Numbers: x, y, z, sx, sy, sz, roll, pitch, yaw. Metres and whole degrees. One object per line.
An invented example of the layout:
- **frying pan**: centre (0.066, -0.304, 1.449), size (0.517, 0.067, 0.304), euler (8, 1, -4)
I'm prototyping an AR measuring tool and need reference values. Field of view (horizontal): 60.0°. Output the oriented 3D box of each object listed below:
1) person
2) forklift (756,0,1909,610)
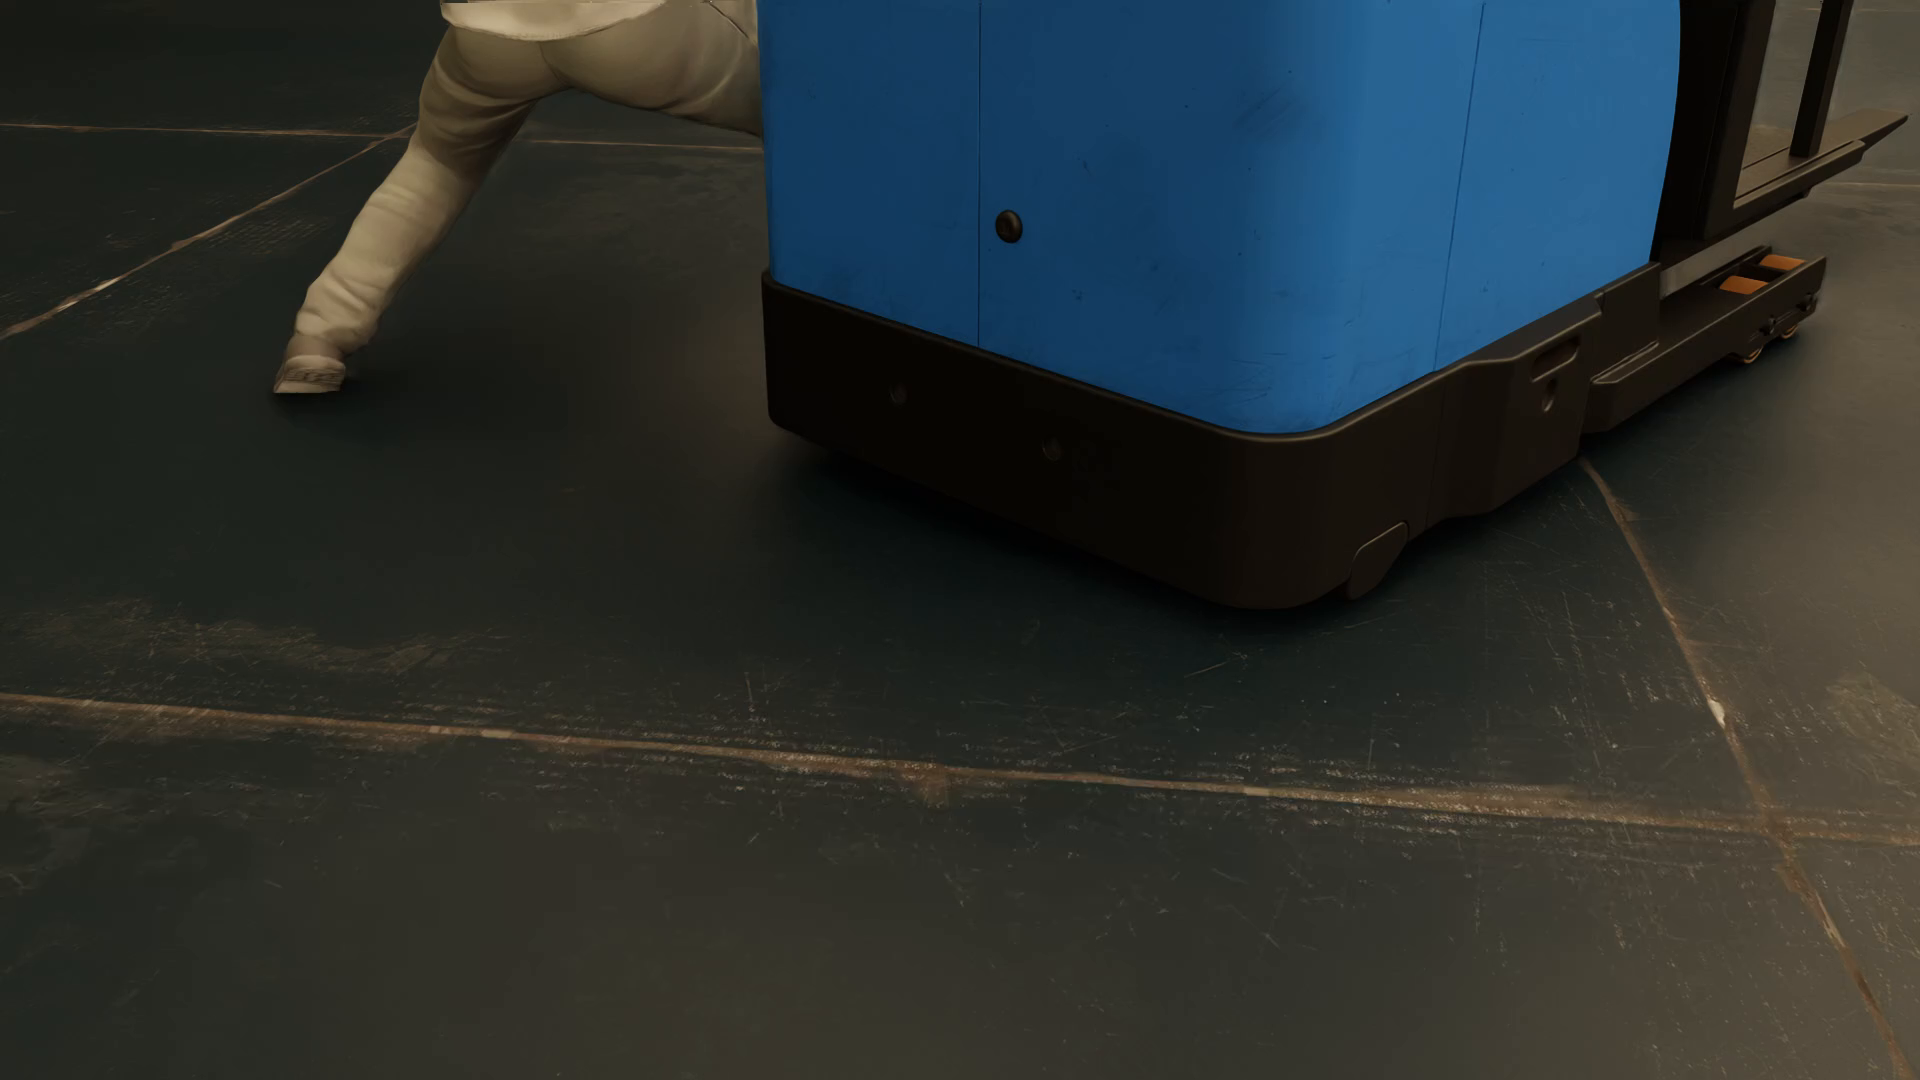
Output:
- **person**: centre (-0.631, -0.990, 2.888), size (1.096, 1.514, 0.971), euler (11, 29, 21)
- **forklift**: centre (1.063, -1.787, 2.798), size (1.130, 2.935, 3.031), euler (23, 35, 38)
